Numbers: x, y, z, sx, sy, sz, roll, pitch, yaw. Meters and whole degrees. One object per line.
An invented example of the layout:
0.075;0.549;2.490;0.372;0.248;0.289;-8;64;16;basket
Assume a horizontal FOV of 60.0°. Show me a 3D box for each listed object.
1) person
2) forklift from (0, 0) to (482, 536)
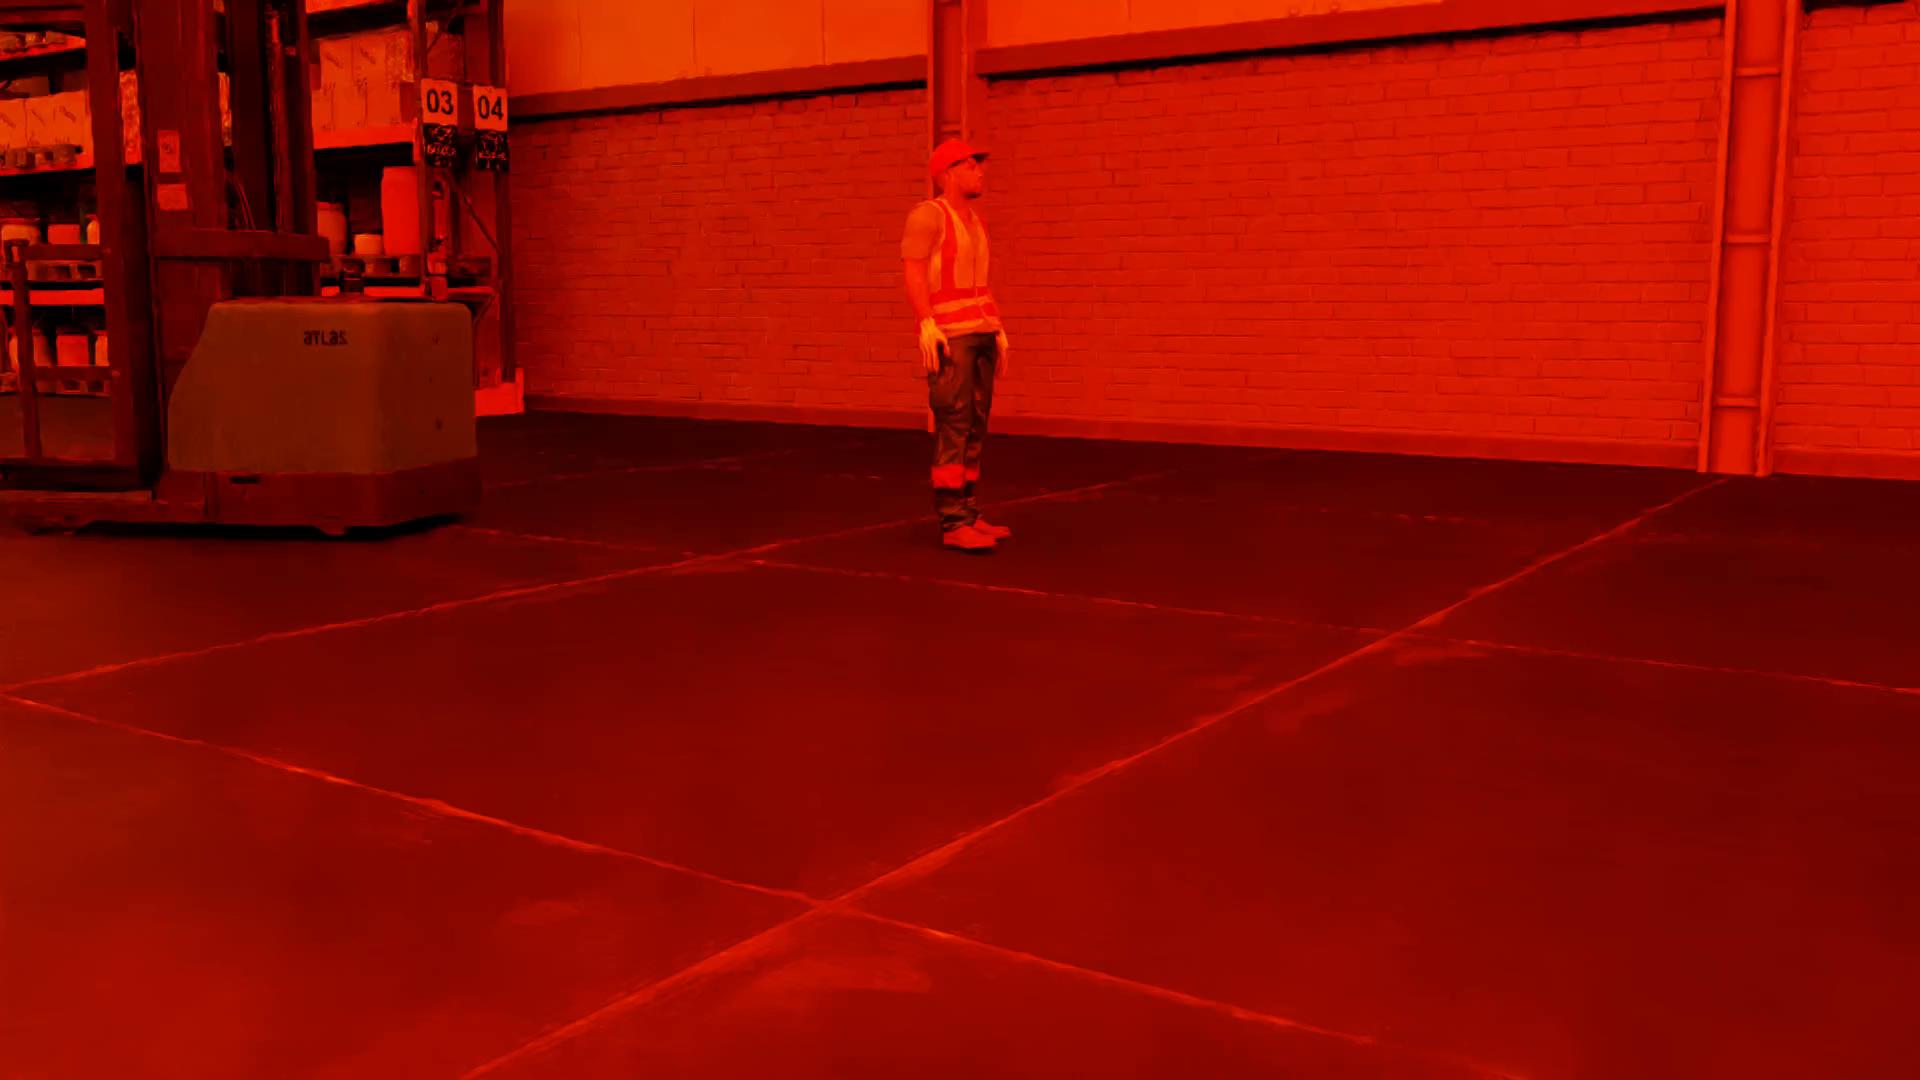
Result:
0.061;-0.885;7.423;0.563;1.787;0.637;5;10;34;person
-3.989;-1.548;8.075;3.031;2.935;1.130;2;8;11;forklift
